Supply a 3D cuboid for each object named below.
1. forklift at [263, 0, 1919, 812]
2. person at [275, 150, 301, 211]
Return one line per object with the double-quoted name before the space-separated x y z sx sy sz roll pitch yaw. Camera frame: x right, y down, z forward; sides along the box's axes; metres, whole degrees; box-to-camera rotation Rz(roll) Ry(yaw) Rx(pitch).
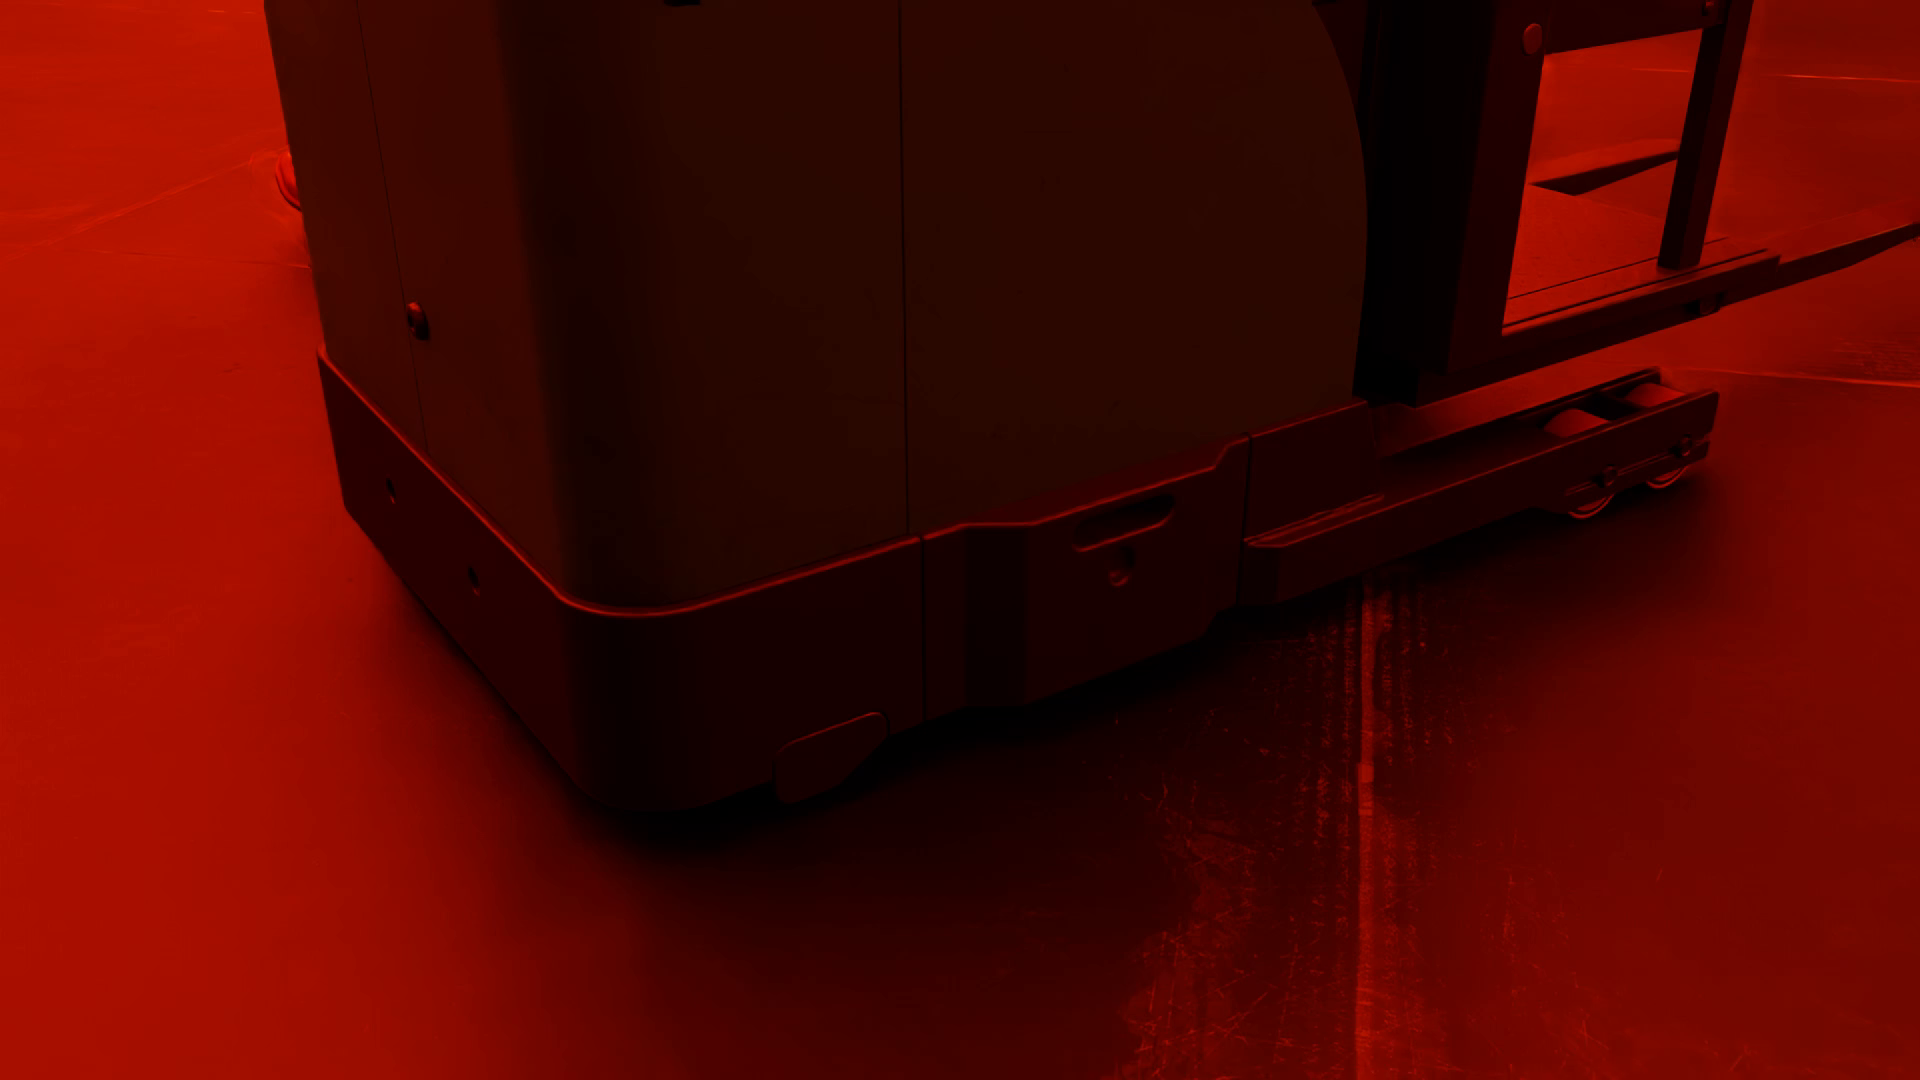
"forklift" 0.592 -1.518 2.256 3.031 2.935 1.130 -17 32 -31
"person" -1.157 -1.105 3.118 0.804 1.439 1.381 -3 27 -6
